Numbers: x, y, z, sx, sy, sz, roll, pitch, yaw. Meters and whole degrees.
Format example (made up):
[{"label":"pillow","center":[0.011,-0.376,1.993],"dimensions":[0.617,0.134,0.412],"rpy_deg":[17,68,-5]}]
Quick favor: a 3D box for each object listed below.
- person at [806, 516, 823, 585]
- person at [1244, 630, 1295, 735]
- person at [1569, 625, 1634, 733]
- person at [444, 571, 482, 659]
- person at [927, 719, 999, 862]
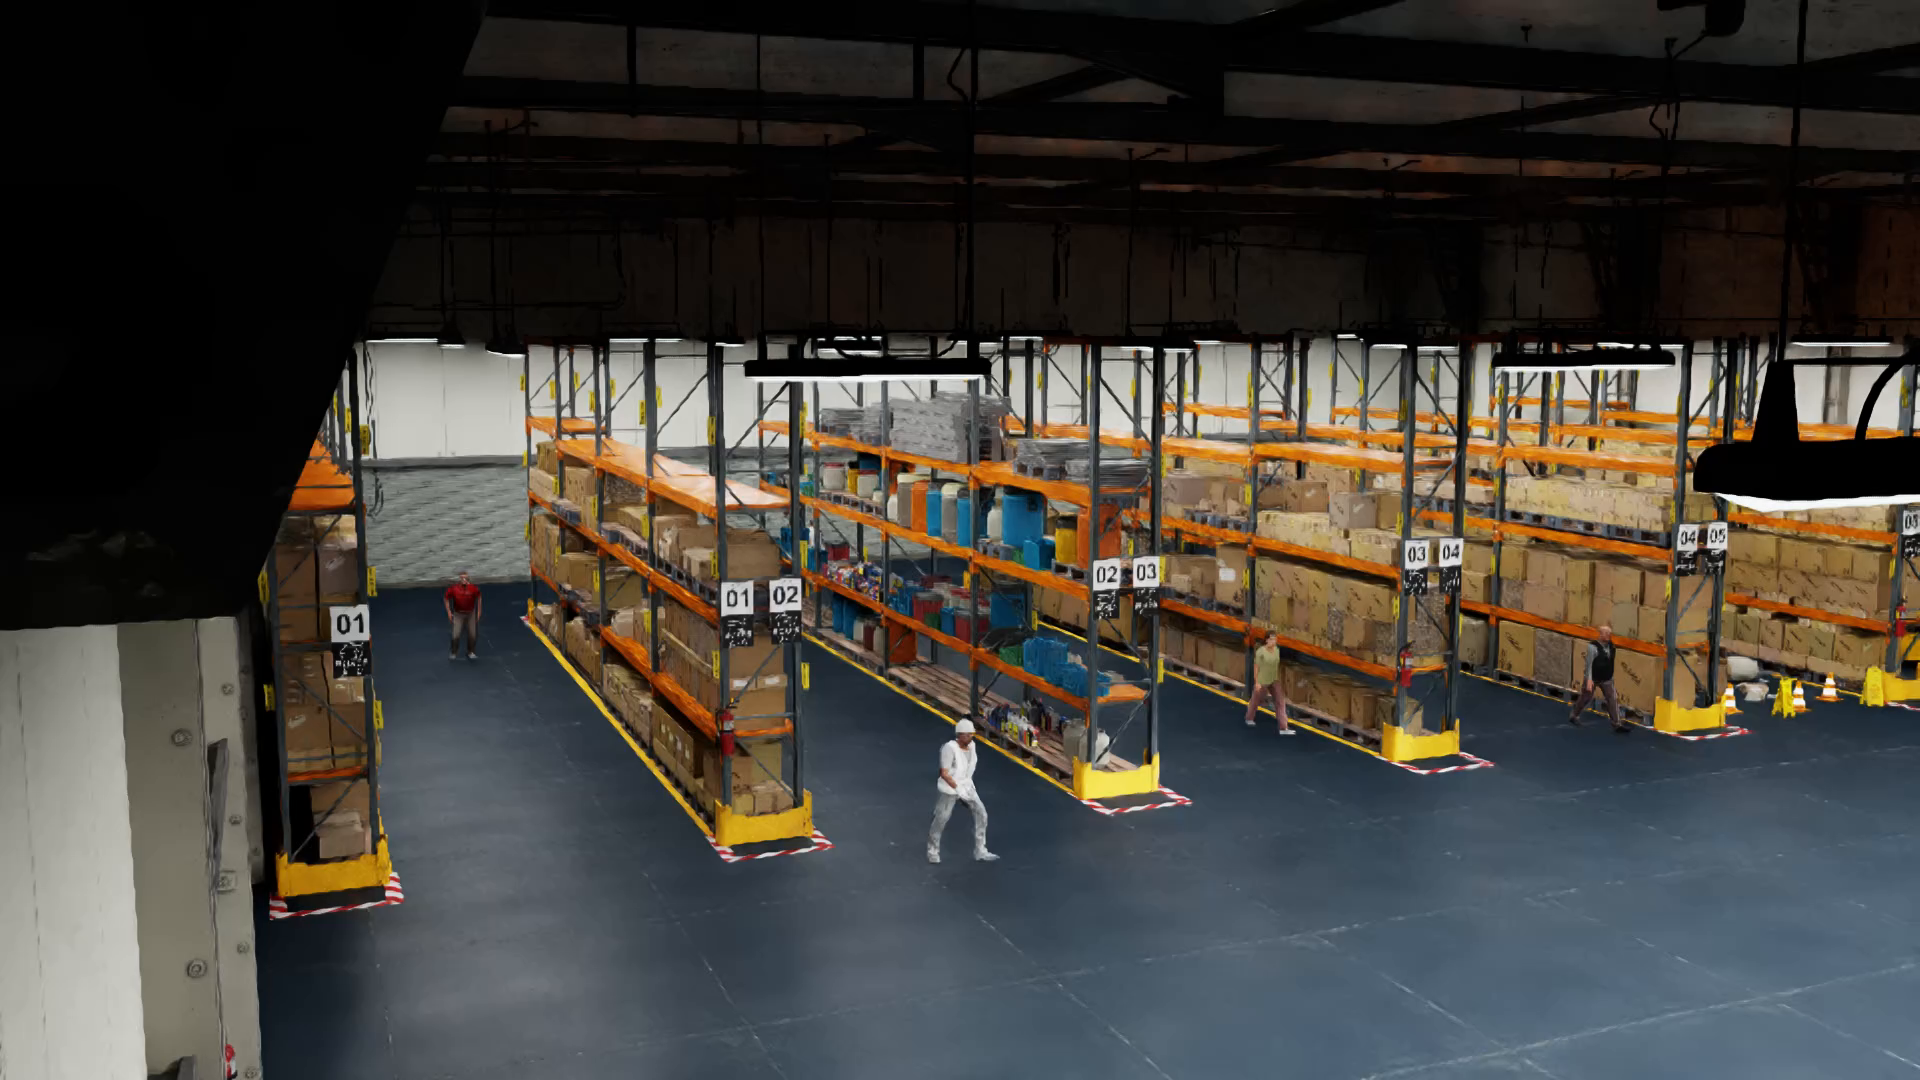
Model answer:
[{"label":"person","center":[-3.526,0.262,39.438],"dimensions":[0.480,1.656,0.655],"rpy_deg":[1,8,11]},{"label":"person","center":[4.705,2.151,25.453],"dimensions":[0.448,1.590,1.109],"rpy_deg":[-3,8,-19]},{"label":"person","center":[9.829,2.113,25.540],"dimensions":[0.544,1.644,1.102],"rpy_deg":[-3,8,-20]},{"label":"person","center":[-9.244,1.396,30.968],"dimensions":[0.682,1.675,0.535],"rpy_deg":[-3,8,-24]},{"label":"person","center":[-0.018,2.908,19.350],"dimensions":[0.691,1.728,0.751],"rpy_deg":[-7,10,-43]}]
